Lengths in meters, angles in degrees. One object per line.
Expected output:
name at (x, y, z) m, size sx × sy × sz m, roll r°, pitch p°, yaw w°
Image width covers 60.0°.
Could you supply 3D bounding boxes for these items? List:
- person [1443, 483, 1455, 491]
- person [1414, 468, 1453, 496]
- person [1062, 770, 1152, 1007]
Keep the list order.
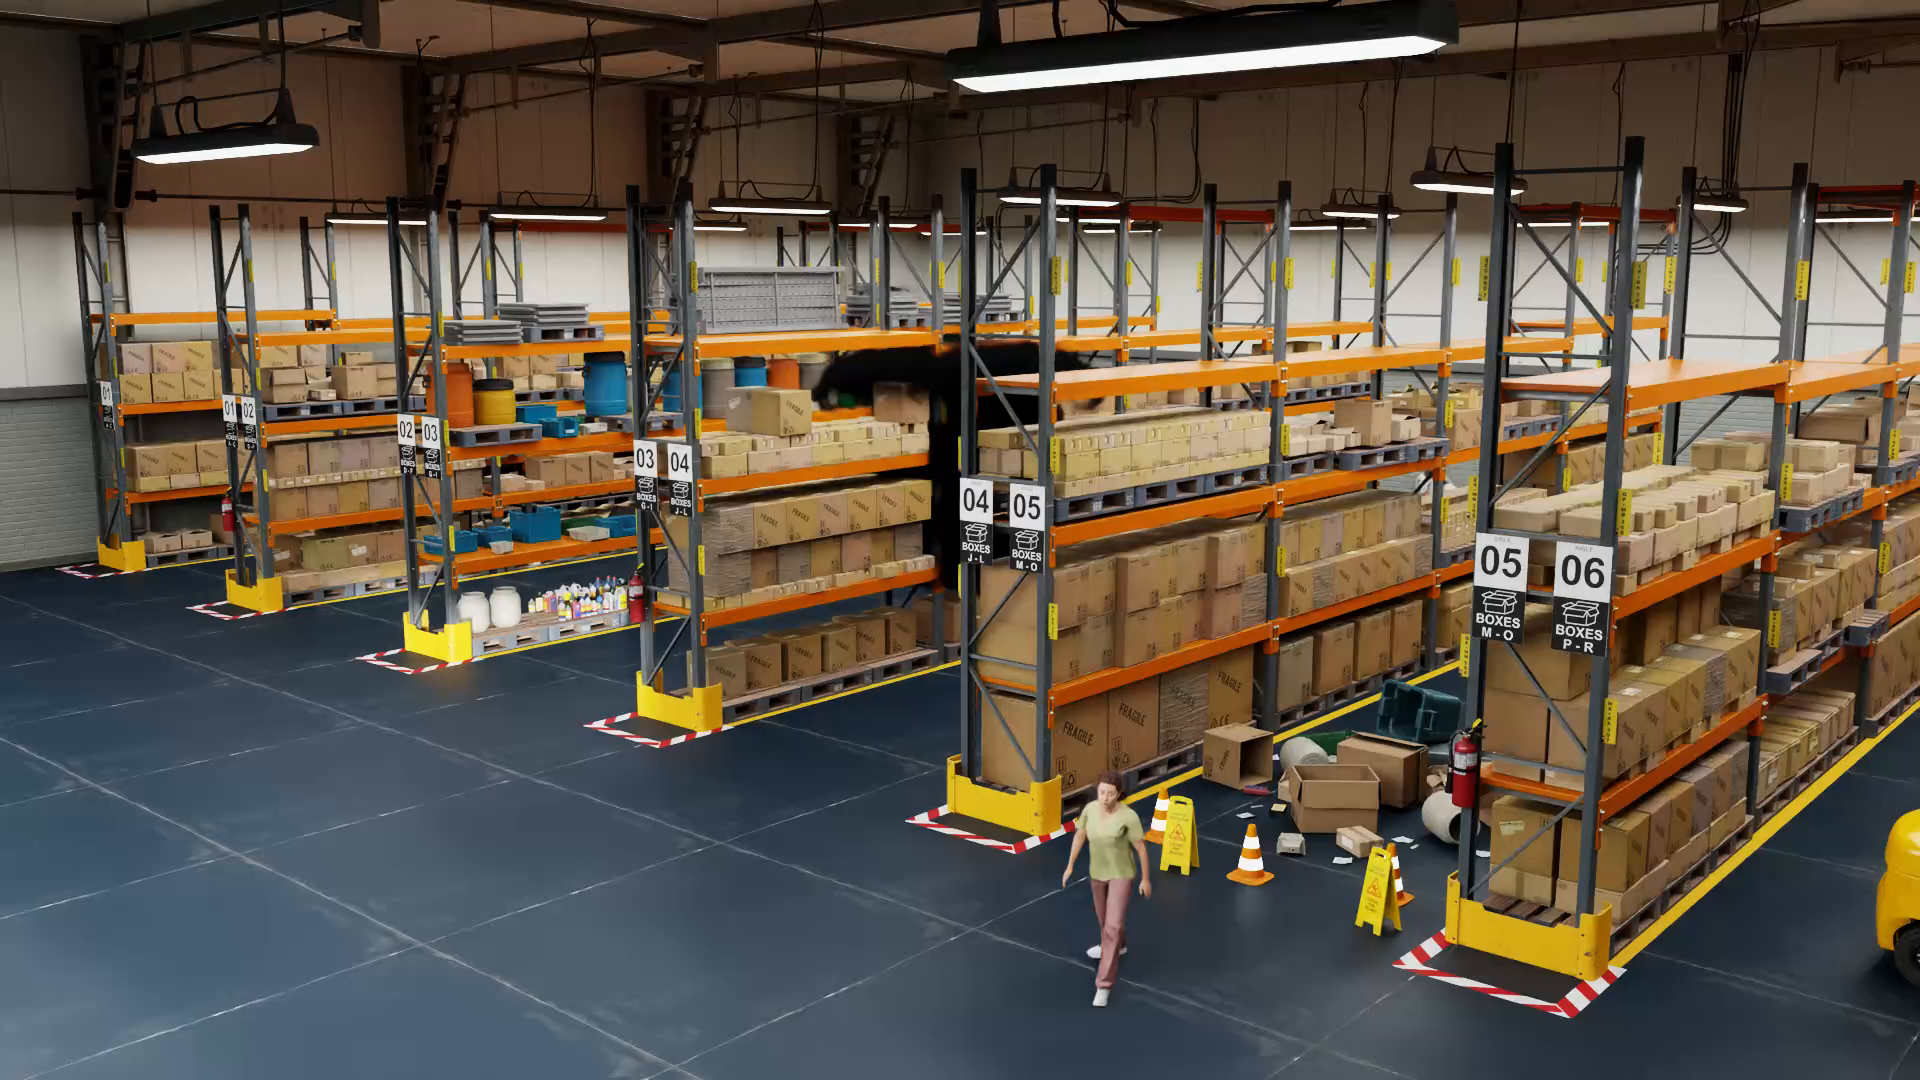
person at (7.850, -0.094, 26.790) m, size 0.682 × 1.681 × 0.714 m, roll 4°, pitch 10°, yaw 24°
person at (8.393, -0.570, 29.610) m, size 0.606 × 1.734 × 0.688 m, roll 6°, pitch 11°, yaw 34°
person at (1.073, 2.407, 11.955) m, size 0.615 × 1.618 × 0.920 m, roll 6°, pitch 11°, yaw 33°
